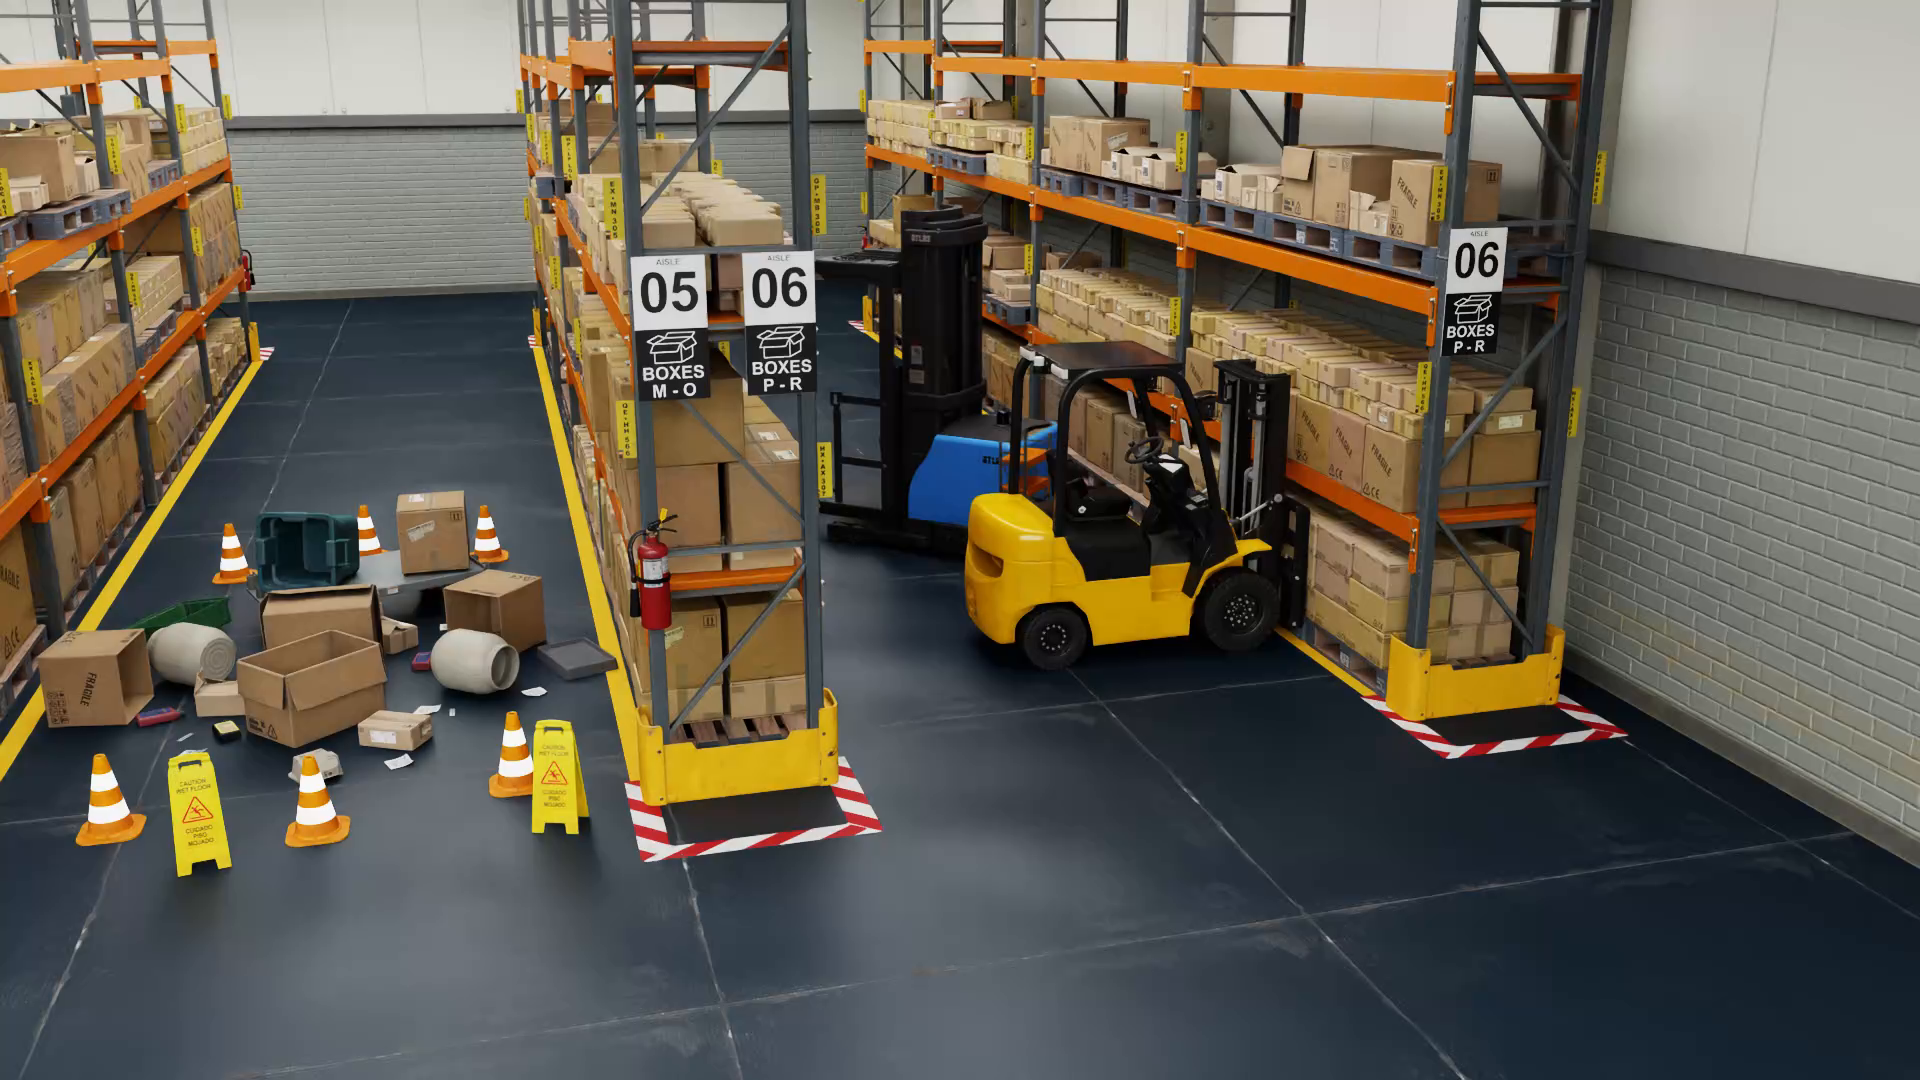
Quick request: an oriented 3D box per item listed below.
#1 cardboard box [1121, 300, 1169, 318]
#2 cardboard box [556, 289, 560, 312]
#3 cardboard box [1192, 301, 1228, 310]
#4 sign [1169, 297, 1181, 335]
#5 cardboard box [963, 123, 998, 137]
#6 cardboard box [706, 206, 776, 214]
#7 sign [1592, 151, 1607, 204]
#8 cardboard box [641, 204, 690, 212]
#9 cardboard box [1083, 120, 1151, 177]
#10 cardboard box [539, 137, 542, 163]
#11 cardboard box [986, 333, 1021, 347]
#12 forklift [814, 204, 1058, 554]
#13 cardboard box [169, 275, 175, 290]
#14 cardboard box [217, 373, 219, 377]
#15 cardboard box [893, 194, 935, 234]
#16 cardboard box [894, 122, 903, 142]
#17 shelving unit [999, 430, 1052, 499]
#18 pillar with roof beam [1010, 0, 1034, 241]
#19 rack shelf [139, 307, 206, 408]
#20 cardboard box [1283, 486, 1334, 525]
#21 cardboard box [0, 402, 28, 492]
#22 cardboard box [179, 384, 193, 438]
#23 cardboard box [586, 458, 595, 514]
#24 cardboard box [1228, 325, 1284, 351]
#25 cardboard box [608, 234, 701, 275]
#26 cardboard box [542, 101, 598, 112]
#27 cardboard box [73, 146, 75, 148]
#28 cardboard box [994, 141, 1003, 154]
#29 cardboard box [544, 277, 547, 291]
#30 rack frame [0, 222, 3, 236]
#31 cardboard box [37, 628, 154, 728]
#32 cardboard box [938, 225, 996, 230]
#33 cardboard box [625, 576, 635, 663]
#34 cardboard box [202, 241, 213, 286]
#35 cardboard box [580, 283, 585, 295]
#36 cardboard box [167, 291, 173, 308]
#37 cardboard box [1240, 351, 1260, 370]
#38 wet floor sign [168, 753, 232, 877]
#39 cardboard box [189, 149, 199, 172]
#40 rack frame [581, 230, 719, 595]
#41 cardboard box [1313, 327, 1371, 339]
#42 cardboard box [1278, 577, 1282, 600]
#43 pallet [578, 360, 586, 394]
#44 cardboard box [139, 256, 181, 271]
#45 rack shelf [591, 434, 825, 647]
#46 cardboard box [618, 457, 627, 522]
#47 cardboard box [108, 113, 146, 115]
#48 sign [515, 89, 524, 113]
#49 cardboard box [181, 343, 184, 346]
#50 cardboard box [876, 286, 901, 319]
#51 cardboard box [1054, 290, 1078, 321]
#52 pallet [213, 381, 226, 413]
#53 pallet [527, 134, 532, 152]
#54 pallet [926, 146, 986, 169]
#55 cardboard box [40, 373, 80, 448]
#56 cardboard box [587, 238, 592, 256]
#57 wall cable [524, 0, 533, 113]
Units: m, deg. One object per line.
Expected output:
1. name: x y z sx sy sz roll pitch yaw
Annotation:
1. cardboard box: 1.740 -2.161 15.631 0.380 0.149 0.250 -5 17 -17
2. cardboard box: -4.029 -2.580 17.719 0.500 0.250 0.500 -5 17 -17
3. cardboard box: 2.292 -2.133 15.538 0.380 0.149 0.250 -5 17 -16
4. sign: 1.845 -1.915 14.238 0.100 0.325 0.005 -5 17 -15
5. cardboard box: 0.246 -4.896 19.840 0.380 0.149 0.250 -5 17 -15
6. cardboard box: -1.304 -1.899 9.897 0.380 0.149 0.250 -5 17 -15
7. sign: 3.999 -2.273 10.434 0.100 0.325 0.005 -5 17 -15
8. cardboard box: -1.827 -1.930 10.000 0.380 0.149 0.250 -5 17 -15
9. cardboard box: 1.509 -3.783 16.039 0.500 0.500 0.500 -4 17 -14
10. cardboard box: -4.441 -4.304 18.355 0.396 0.266 0.258 -3 17 -11
11. cardboard box: 0.529 -2.423 20.291 0.380 0.149 0.250 -5 17 -15
12. forklift: -0.617 -1.491 14.822 3.031 2.935 1.130 8 19 26
13. cardboard box: -8.900 -2.831 18.353 0.380 0.149 0.250 -4 17 -13
14. cardboard box: -9.320 -1.944 20.436 0.380 0.149 0.250 -5 17 -16
15. cardboard box: -0.656 -4.631 23.596 0.500 0.500 0.500 -4 17 -14
16. cardboard box: -0.622 -5.703 23.255 0.500 0.250 0.500 -5 17 -16
17. shelving unit: 0.536 -0.265 13.749 0.258 1.200 0.503 8 19 25
18. pillar with roof beam: -3.299 -6.454 20.794 9.100 9.000 0.400 -5 17 -15
19. rack shelf: -8.788 -1.946 17.468 1.077 0.370 4.000 -5 17 -15
20. cardboard box: 2.611 -0.224 12.794 0.500 0.250 0.500 -5 17 -16
21. cardboard box: -7.026 -0.602 11.481 0.875 0.550 0.550 -5 17 -15
22. cardboard box: -8.615 -1.379 17.944 0.500 0.500 0.500 -5 17 -16
23. cardboard box: -2.948 -0.529 15.336 0.950 0.372 0.625 -4 17 -13
24. cardboard box: 2.376 -1.619 13.309 0.380 0.149 0.250 -4 17 -14
25. cardboard box: -1.832 -1.712 9.967 0.500 0.250 0.500 -5 17 -16
26. cardboard box: -5.008 -5.369 21.314 0.797 0.503 0.637 -3 17 -11
27. cardboard box: -8.923 -3.636 16.454 0.500 0.500 0.500 -5 17 -15
28. cardboard box: 0.607 -4.543 19.216 0.380 0.149 0.250 -4 17 -14
29. cardboard box: -4.979 -3.419 20.947 0.500 0.500 0.500 -5 17 -15
30. rack frame: -7.139 -3.504 10.976 1.000 3.000 0.127 -5 17 -15
31. cardboard box: -5.726 0.913 11.039 0.500 0.500 0.500 -2 17 -6
32. cardboard box: 0.083 -3.754 21.333 0.700 0.500 0.500 -4 17 -14
33. cardboard box: -1.926 0.467 10.928 0.500 0.500 0.500 -4 17 -13
34. cardboard box: -9.374 -3.328 20.125 0.500 0.500 0.500 -5 17 -15
35. cardboard box: -3.051 -2.126 14.268 0.380 0.149 0.250 -5 18 -18
36. cardboard box: -8.831 -2.620 18.168 0.380 0.149 0.250 -6 18 -18
37. cardboard box: 2.437 -1.405 13.115 0.380 0.149 0.250 -5 17 -16
38. wet floor sign: -4.128 1.454 8.989 0.267 0.644 0.232 -8 18 -25
39. cardboard box: -9.358 -4.496 19.751 0.500 0.250 0.500 -5 17 -16
40. rack frame: -2.408 -1.051 13.235 1.000 3.000 0.127 -5 17 -15
41. cardboard box: 3.038 -1.598 13.240 0.380 0.149 0.250 -5 17 -16
42. cardboard box: 2.610 0.254 12.942 0.500 0.250 0.500 -4 17 -13
43. pallet: -2.923 -1.521 15.134 1.003 0.211 1.213 -5 17 -15
44. cardboard box: -9.040 -3.114 18.778 0.380 0.149 0.250 -4 17 -13
45. rack shelf: -1.858 -0.153 11.497 1.077 0.370 4.000 -5 17 -15
46. cardboard box: -1.856 -0.402 10.384 0.500 0.500 0.500 -5 17 -15
47. cardboard box: -10.156 -5.128 20.295 0.380 0.149 0.250 -5 17 -16
48. sign: -6.241 -6.221 23.576 0.100 0.325 0.005 -5 17 -15
49. cardboard box: -10.078 -2.475 21.169 0.380 0.149 0.250 -5 17 -15
50. cardboard box: -0.857 -3.592 25.306 0.797 0.503 0.637 -5 18 -17
51. cardboard box: 1.288 -2.437 17.244 0.500 0.250 0.500 -4 17 -14
52. pallet: -9.556 -1.692 20.216 1.003 0.211 1.213 -5 17 -15
53. pallet: -5.491 -5.560 23.186 1.003 0.211 1.213 -5 17 -15
54. pallet: 0.277 -4.817 20.888 1.213 0.211 1.003 -5 17 -15
55. cardboard box: -7.164 -0.985 12.845 0.500 0.500 0.500 -5 17 -15
56. cardboard box: -2.542 -2.184 12.232 0.380 0.149 0.250 -5 17 -15
57. wall cable: -7.540 -8.794 28.586 0.463 3.000 0.029 -5 17 -15
